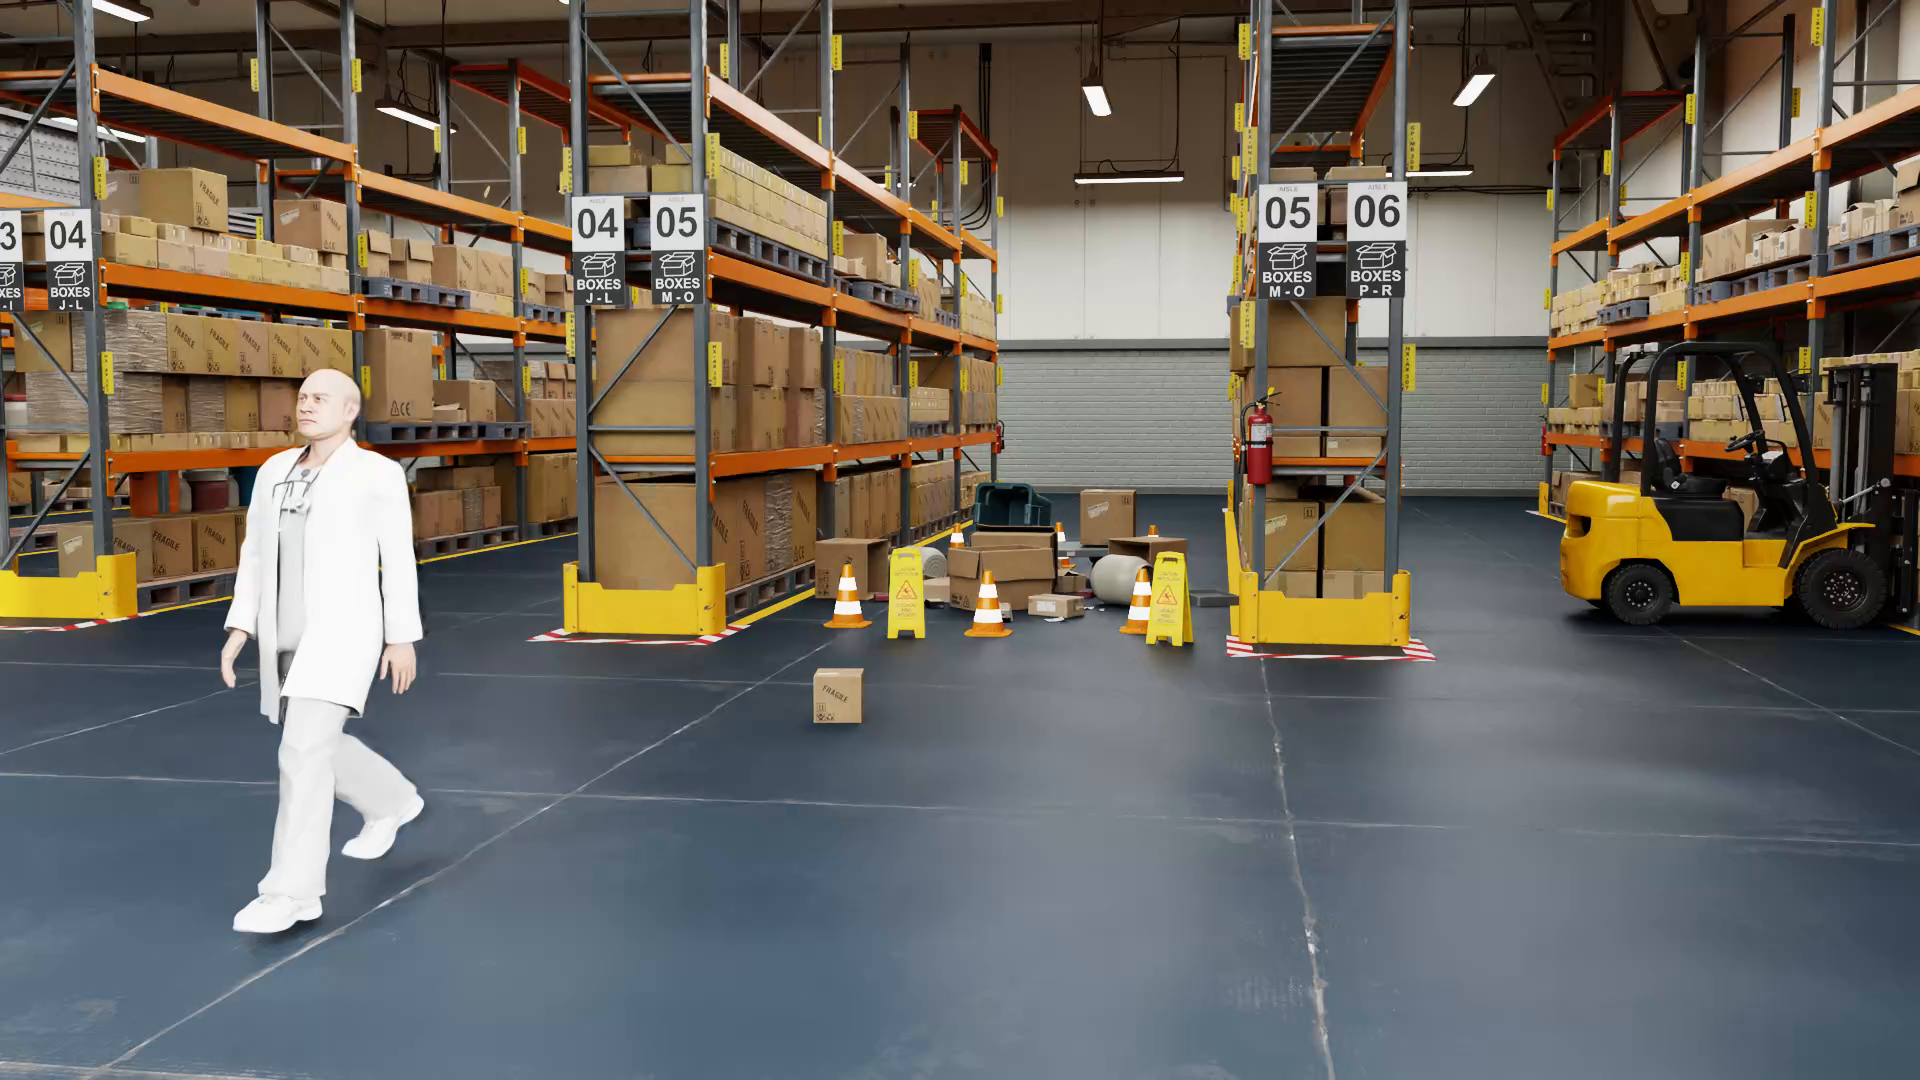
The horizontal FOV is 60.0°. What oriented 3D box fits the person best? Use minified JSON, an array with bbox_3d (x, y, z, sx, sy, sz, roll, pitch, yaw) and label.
[{"bbox_3d":[-2.079,0.313,5.444,0.579,1.737,1.054,1,5,18],"label":"person"}]
